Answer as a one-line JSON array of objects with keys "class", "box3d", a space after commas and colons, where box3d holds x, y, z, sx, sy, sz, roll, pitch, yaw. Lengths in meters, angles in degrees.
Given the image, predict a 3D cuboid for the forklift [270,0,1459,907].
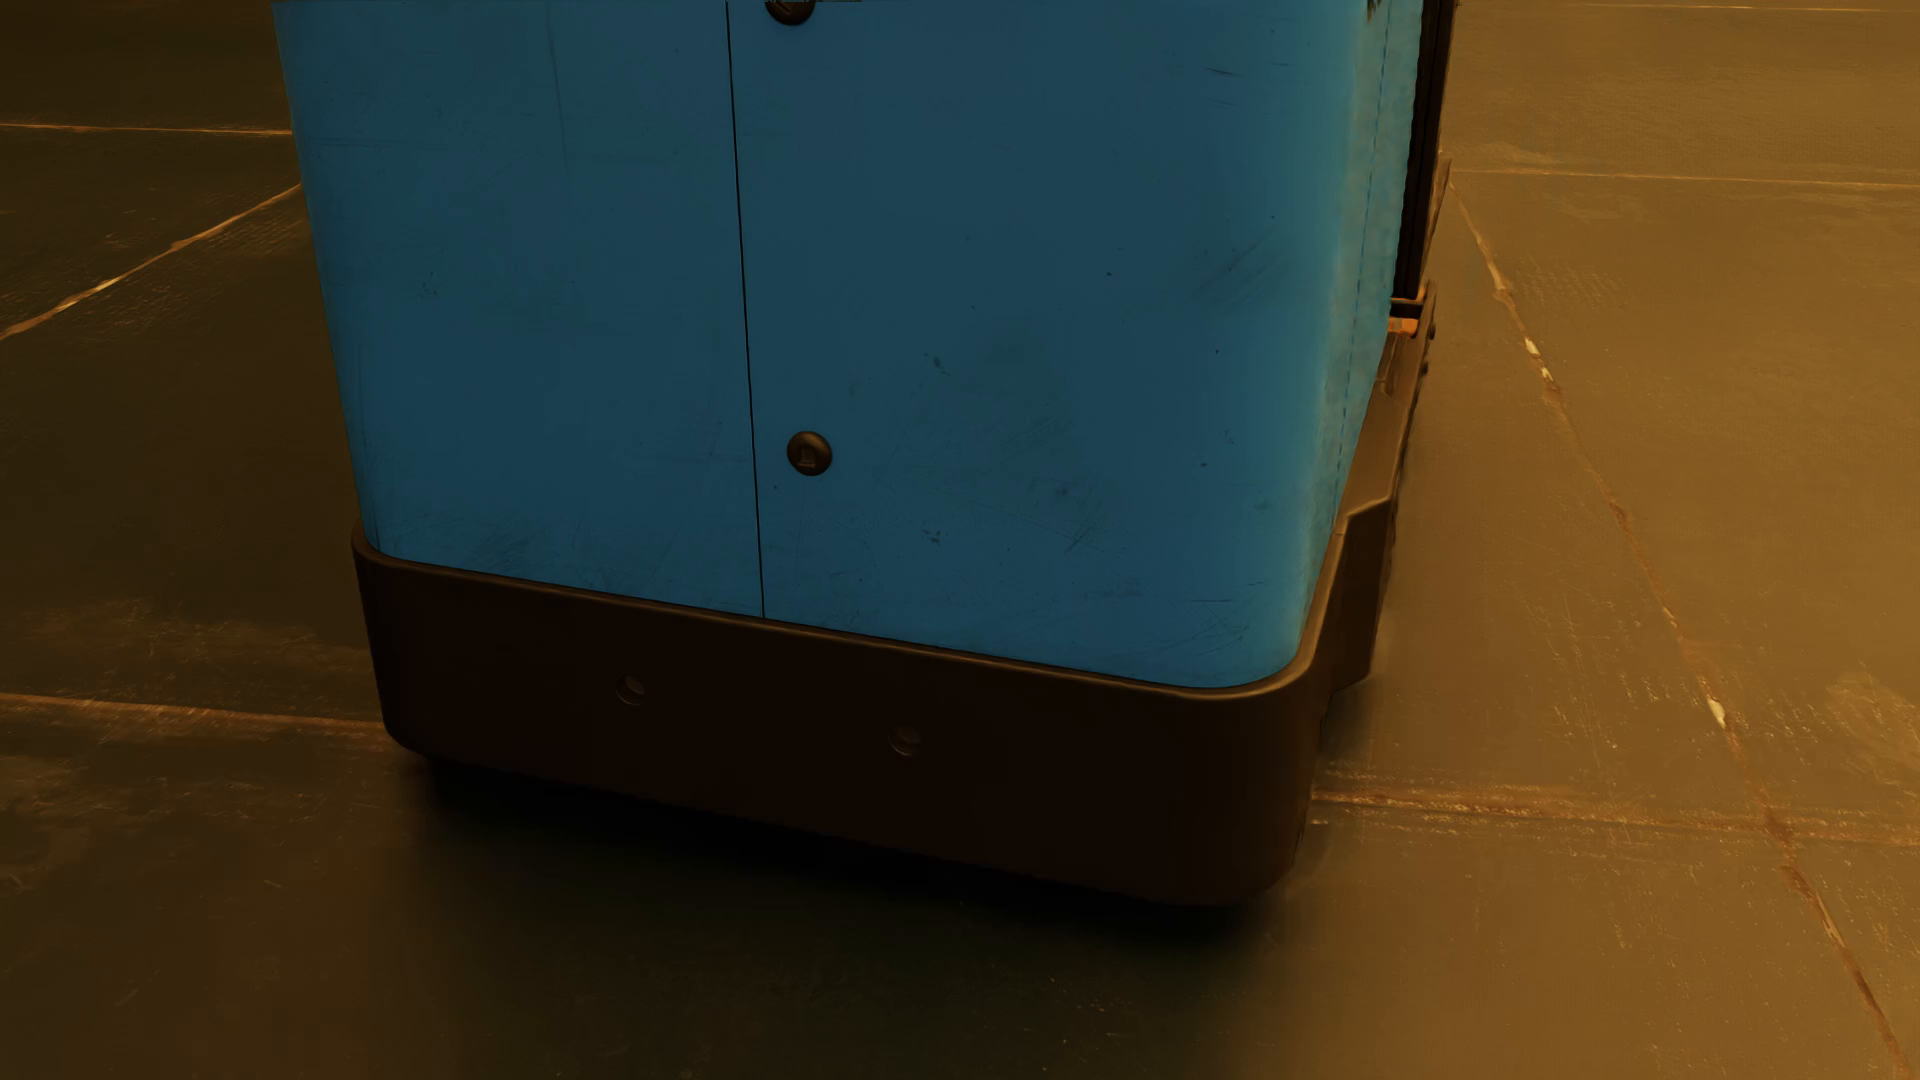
[{"class": "forklift", "box3d": [0.269, -1.592, 2.407, 1.130, 2.935, 3.031, 8, 28, 16]}]
